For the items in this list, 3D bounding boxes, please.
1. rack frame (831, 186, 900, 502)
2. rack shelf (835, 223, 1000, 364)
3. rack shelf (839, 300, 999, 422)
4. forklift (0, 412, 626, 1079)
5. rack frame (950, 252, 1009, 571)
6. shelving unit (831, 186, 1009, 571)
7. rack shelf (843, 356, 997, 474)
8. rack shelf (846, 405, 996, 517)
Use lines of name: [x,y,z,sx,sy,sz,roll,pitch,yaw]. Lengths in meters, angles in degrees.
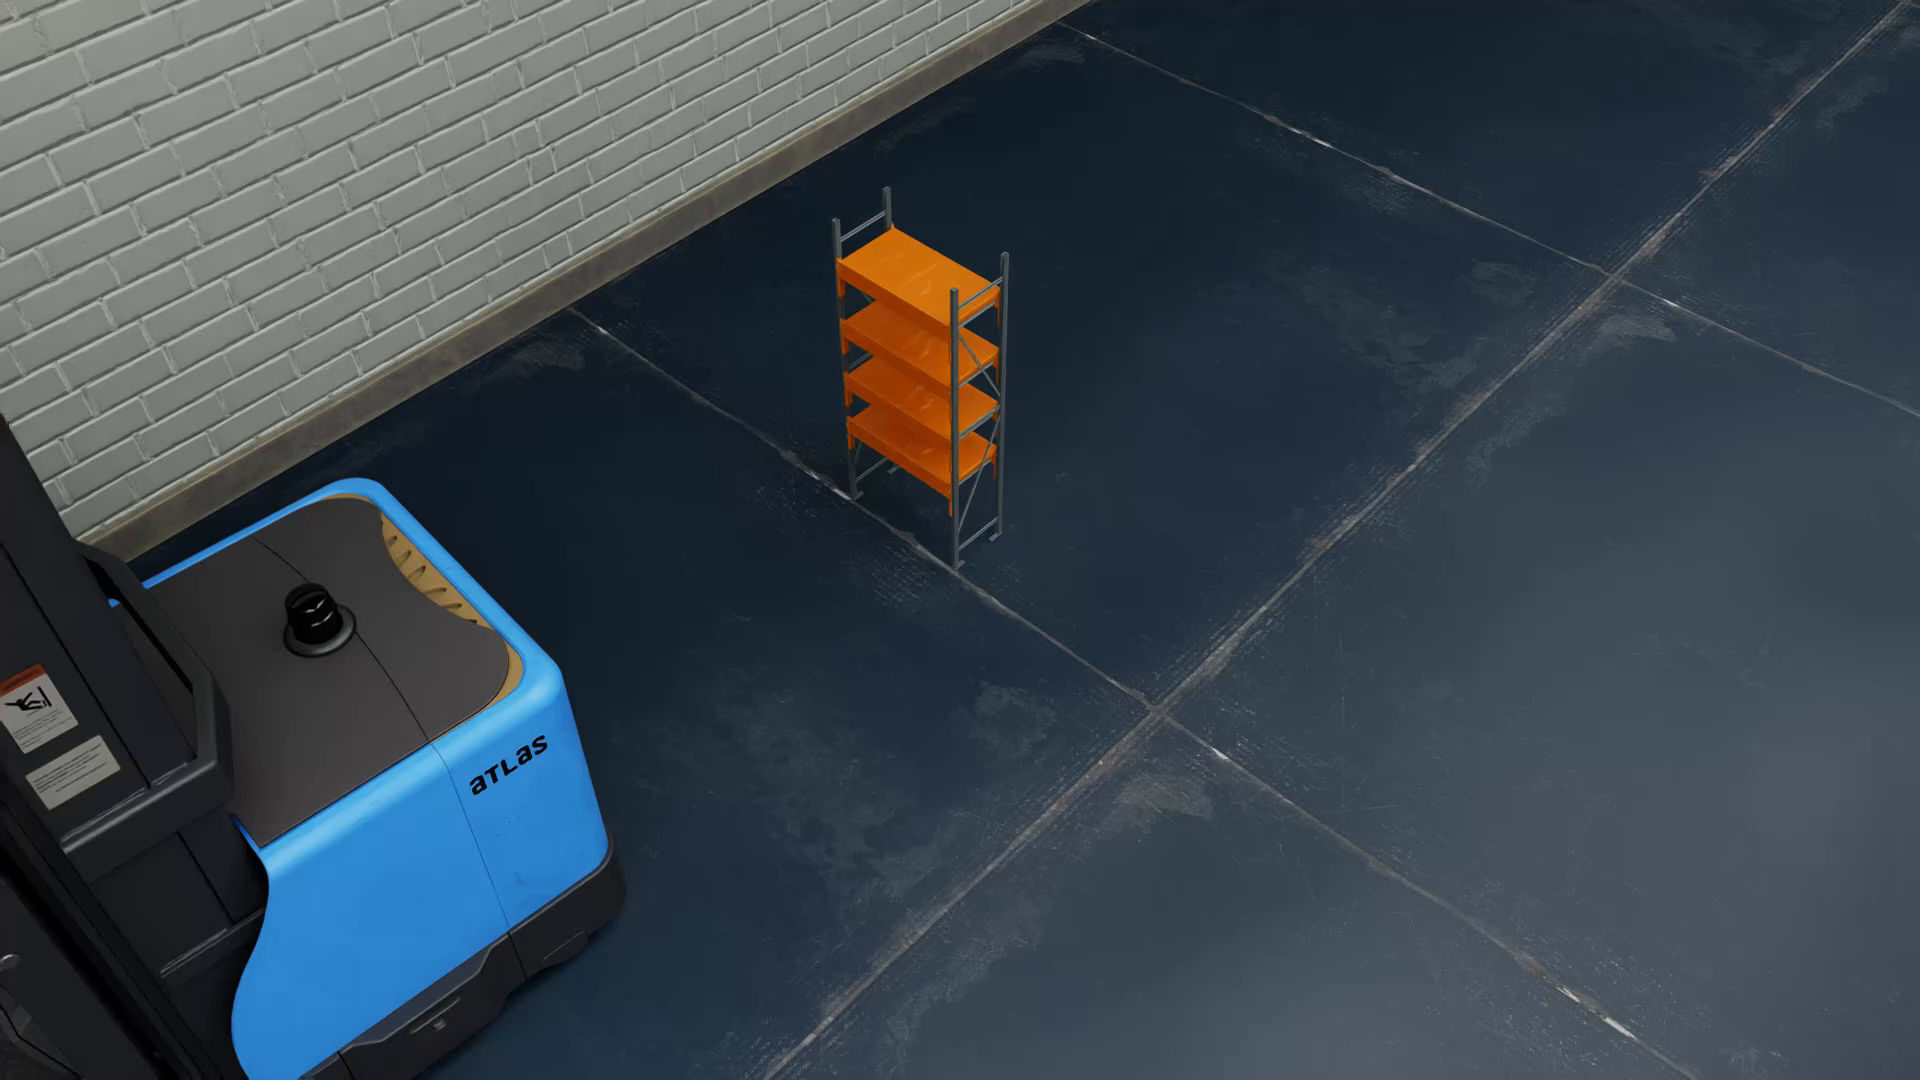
rack frame: [-0.301,-0.613,5.503,0.015,1.200,0.240,34,55,28]
rack shelf: [-0.122,-0.762,5.103,0.480,0.148,0.258,34,55,28]
rack shelf: [-0.122,-0.600,5.275,0.480,0.148,0.258,34,55,28]
forklift: [-2.369,0.526,3.246,3.031,2.935,1.130,-34,55,-28]
rack frame: [0.058,-0.372,5.276,0.015,1.200,0.240,34,55,28]
shelving unit: [-0.122,-0.493,5.389,0.503,1.200,0.258,34,55,28]
rack shelf: [-0.122,-0.446,5.438,0.480,0.148,0.258,34,55,28]
rack shelf: [-0.122,-0.311,5.583,0.480,0.148,0.258,34,55,28]
